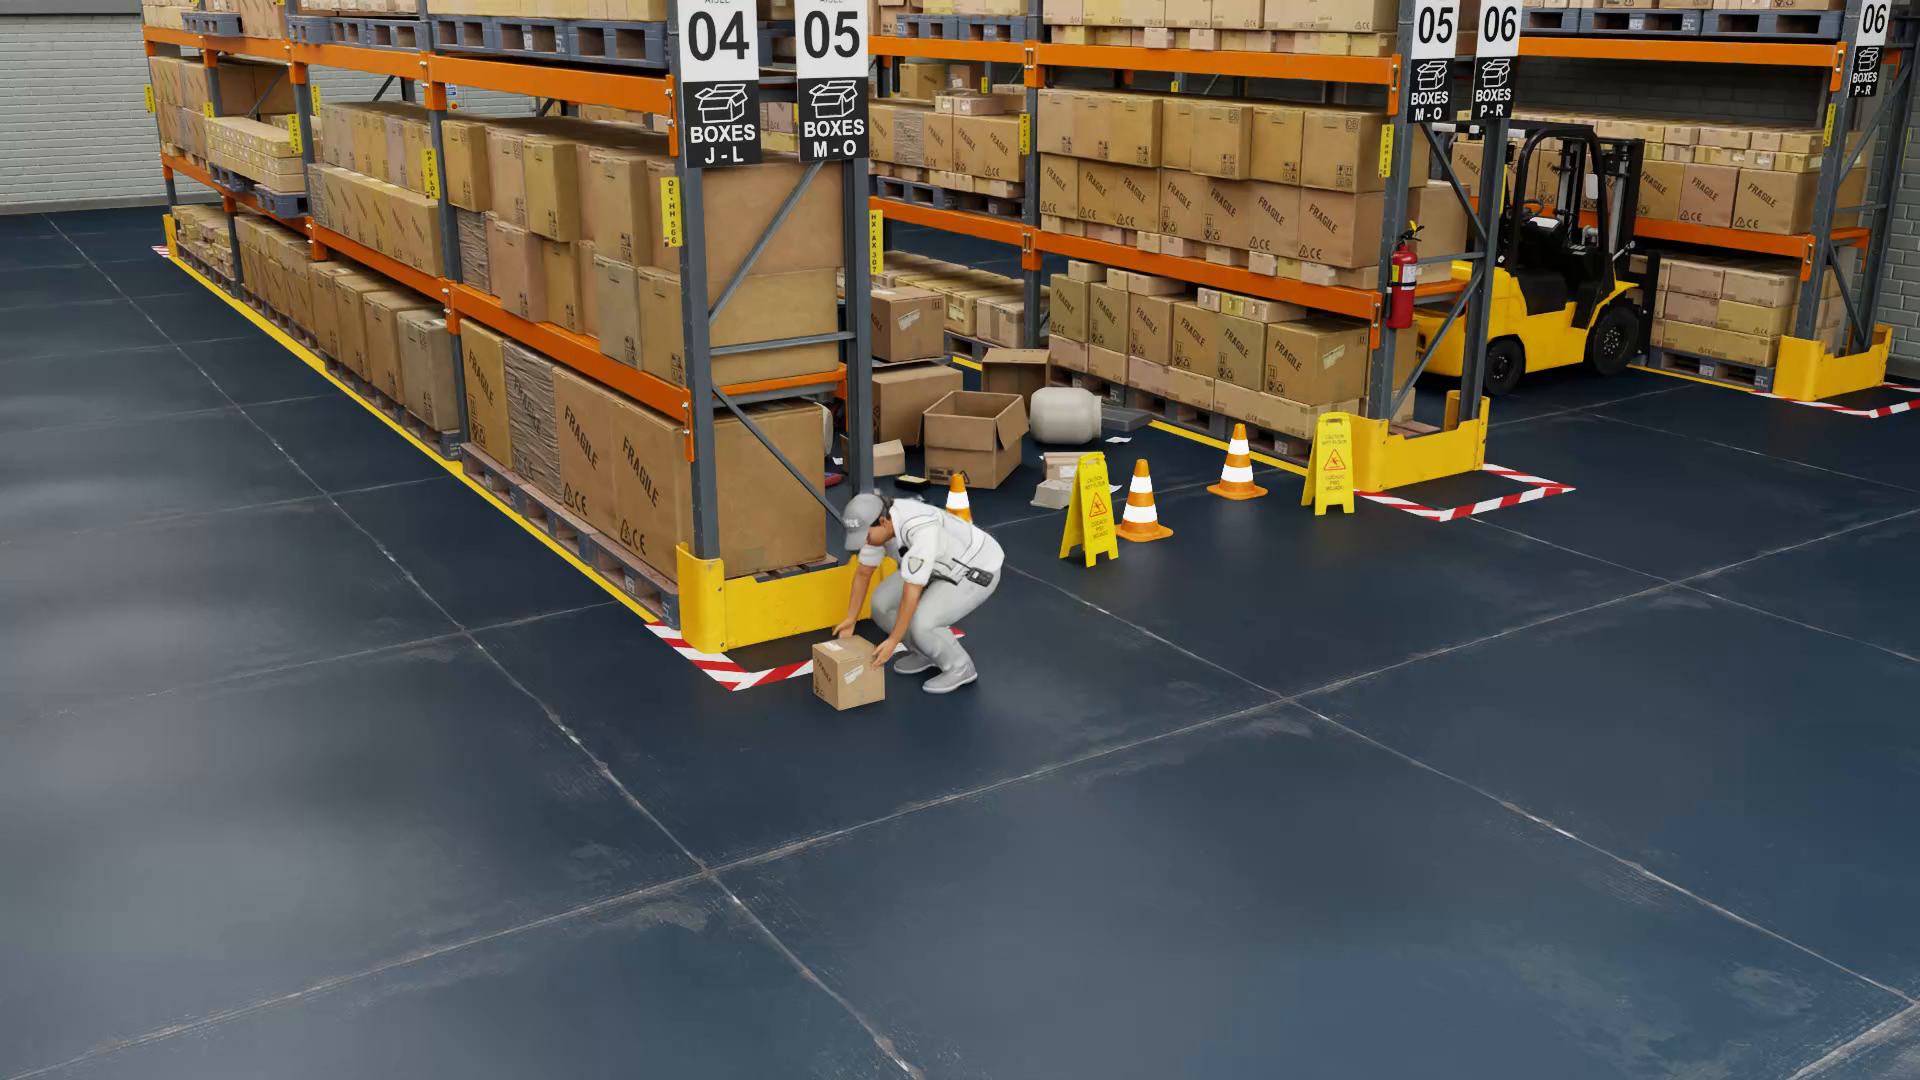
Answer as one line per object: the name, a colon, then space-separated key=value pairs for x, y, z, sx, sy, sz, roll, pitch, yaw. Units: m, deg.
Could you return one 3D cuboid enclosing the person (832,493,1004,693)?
person: x=-0.198 y=0.214 z=7.950 sx=0.826 sy=1.016 sz=0.527 roll=-11 pitch=21 yaw=-30
